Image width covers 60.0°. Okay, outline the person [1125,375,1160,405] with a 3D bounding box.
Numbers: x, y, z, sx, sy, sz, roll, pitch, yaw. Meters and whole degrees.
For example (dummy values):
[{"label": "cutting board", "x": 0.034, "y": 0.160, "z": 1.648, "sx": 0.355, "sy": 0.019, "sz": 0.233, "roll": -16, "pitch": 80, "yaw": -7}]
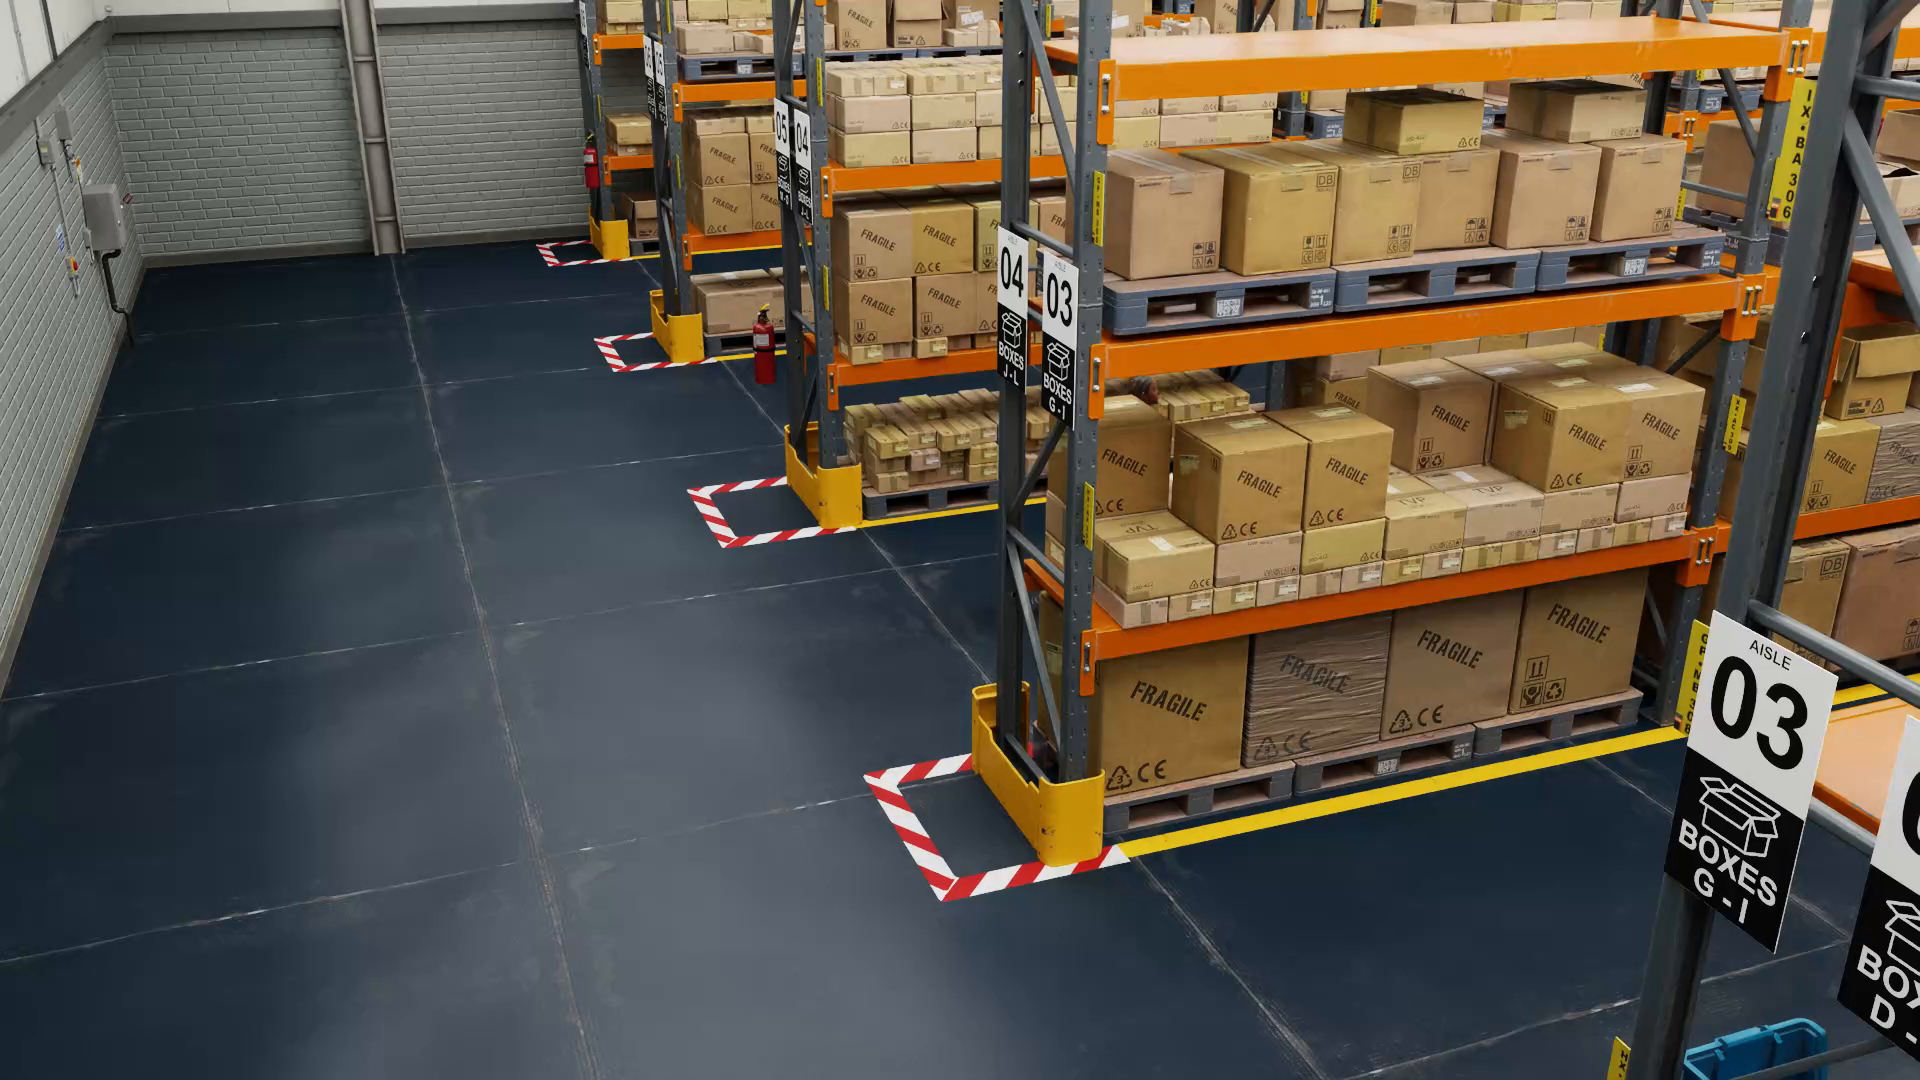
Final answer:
[{"label": "person", "x": 1.142, "y": -0.362, "z": 11.666, "sx": 0.513, "sy": 1.643, "sz": 0.482, "roll": -5, "pitch": 23, "yaw": -13}]
